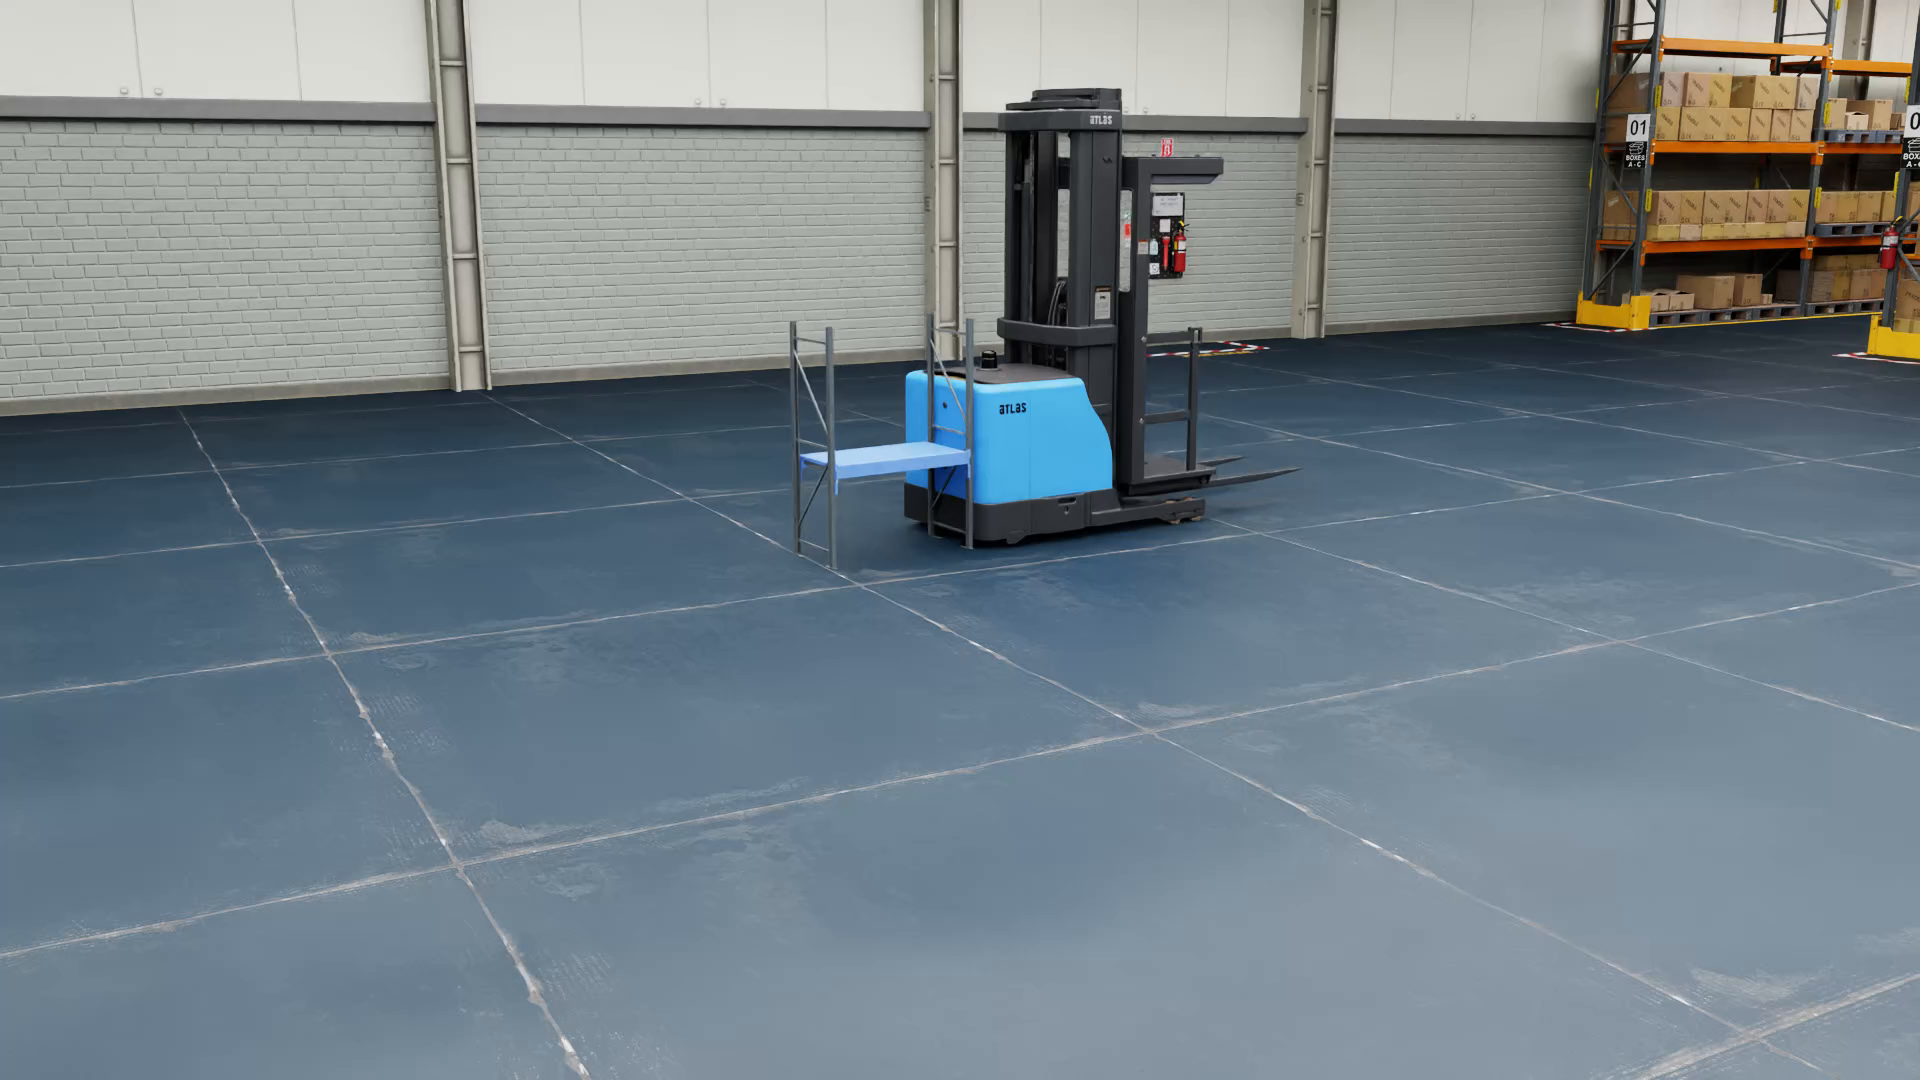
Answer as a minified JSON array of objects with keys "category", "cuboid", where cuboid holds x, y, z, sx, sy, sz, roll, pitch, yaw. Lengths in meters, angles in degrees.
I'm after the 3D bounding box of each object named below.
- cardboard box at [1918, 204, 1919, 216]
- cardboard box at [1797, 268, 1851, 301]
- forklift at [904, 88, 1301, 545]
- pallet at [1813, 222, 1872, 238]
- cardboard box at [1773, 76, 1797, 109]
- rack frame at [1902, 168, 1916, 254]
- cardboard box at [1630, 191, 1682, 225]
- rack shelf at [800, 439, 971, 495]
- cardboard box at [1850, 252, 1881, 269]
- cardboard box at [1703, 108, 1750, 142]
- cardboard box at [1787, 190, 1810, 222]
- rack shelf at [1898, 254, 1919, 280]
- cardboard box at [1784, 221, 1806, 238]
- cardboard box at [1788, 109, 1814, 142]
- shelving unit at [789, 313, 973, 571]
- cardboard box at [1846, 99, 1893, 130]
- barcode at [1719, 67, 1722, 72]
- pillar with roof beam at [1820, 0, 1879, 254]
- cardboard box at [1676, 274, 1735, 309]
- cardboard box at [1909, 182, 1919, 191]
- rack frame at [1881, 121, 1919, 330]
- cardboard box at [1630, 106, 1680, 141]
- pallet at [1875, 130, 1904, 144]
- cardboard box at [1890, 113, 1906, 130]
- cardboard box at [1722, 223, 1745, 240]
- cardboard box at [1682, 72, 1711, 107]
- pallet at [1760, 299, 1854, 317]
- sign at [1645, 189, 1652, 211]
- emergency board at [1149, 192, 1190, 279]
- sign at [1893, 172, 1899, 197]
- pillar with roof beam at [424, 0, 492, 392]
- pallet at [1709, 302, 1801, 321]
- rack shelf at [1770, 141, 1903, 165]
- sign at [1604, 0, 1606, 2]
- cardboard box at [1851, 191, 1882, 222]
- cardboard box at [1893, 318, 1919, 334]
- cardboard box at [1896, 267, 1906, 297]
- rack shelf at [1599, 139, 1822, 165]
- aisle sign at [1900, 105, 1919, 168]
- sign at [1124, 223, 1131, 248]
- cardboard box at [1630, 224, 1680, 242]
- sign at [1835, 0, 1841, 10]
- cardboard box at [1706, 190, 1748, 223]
[{"category":"cardboard box","cuboid":[12.745,-4.297,21.664,0.250,0.149,0.380,-7,15,-29]},{"category":"cardboard box","cuboid":[14.703,-4.369,28.384,0.500,0.500,0.700,-7,15,-29]},{"category":"forklift","cuboid":[1.122,-1.626,11.657,3.031,2.935,1.130,-8,15,-33]},{"category":"pallet","cuboid":[14.376,-5.188,27.769,1.213,0.211,1.003,-7,14,-28]},{"category":"cardboard box","cuboid":[12.847,-7.074,26.330,0.500,0.500,0.500,-6,14,-25]},{"category":"rack frame","cuboid":[17.146,-5.650,29.385,0.127,3.000,1.000,-7,14,-28]},{"category":"cardboard box","cuboid":[10.688,-5.104,25.543,0.500,0.500,0.500,-7,14,-28]},{"category":"rack shelf","cuboid":[-0.489,-0.475,10.624,1.000,0.185,0.538,-8,15,-33]},{"category":"cardboard box","cuboid":[15.560,-4.823,28.690,0.500,0.250,0.500,-7,14,-28]},{"category":"cardboard box","cuboid":[11.940,-6.483,25.980,0.500,0.500,0.500,-6,14,-24]},{"category":"cardboard box","cuboid":[13.369,-5.423,26.961,0.500,0.500,0.500,-7,14,-28]},{"category":"rack shelf","cuboid":[14.257,-3.714,22.419,4.000,0.370,1.077,-7,14,-28]},{"category":"cardboard box","cuboid":[13.365,-5.058,27.048,0.500,0.250,0.500,-7,14,-28]},{"category":"cardboard box","cuboid":[13.308,-6.651,26.723,0.500,0.500,0.500,-6,14,-26]},{"category":"shelving unit","cuboid":[-0.489,-0.651,10.585,1.048,1.500,0.538,-8,15,-33]},{"category":"cardboard box","cuboid":[15.236,-7.119,27.892,0.500,0.500,0.500,-7,15,-30]},{"category":"barcode","cuboid":[12.209,-7.556,26.695,0.075,0.075,0.001,-7,14,-28]},{"category":"pillar with roof beam","cuboid":[17.654,-7.778,25.173,0.400,9.000,9.100,-7,14,-28]},{"category":"cardboard box","cuboid":[11.943,-3.987,26.684,0.500,0.500,0.700,-8,15,-31]},{"category":"cardboard box","cuboid":[16.583,-6.152,28.904,0.250,0.149,0.380,-10,16,-37]},{"category":"rack frame","cuboid":[12.501,-3.855,21.405,0.127,3.000,1.000,-7,14,-28]},{"category":"cardboard box","cuboid":[10.538,-6.318,25.245,0.500,0.500,0.500,-6,14,-26]},{"category":"pallet","cuboid":[15.137,-6.756,27.891,1.003,0.211,1.213,-7,14,-28]},{"category":"cardboard box","cuboid":[15.964,-7.055,28.515,0.637,0.503,0.797,-5,14,-20]},{"category":"cardboard box","cuboid":[12.049,-4.898,26.338,0.500,0.250,0.500,-7,14,-27]},{"category":"cardboard box","cuboid":[11.044,-6.855,25.356,0.500,0.500,0.500,-7,14,-29]},{"category":"pallet","cuboid":[14.318,-3.951,28.186,1.213,0.211,1.003,-7,14,-28]},{"category":"sign","cuboid":[10.385,-5.127,25.085,0.005,0.325,0.100,-7,14,-28]},{"category":"emergency board","cuboid":[2.871,-4.165,22.786,0.643,1.169,0.194,-7,14,-28]},{"category":"sign","cuboid":[12.254,-4.641,21.723,0.005,0.325,0.100,-7,14,-28]},{"category":"pillar with roof beam","cuboid":[-3.412,-5.253,13.954,0.400,9.000,9.100,-7,14,-28]},{"category":"pallet","cuboid":[13.063,-3.792,27.477,1.213,0.211,1.003,-7,14,-28]},{"category":"rack shelf","cuboid":[15.391,-6.552,28.199,4.000,0.370,1.077,-7,14,-28]},{"category":"sign","cuboid":[9.876,-8.378,25.351,0.005,0.325,0.100,-7,14,-28]},{"category":"cardboard box","cuboid":[15.155,-5.673,28.254,0.500,0.500,0.700,-5,14,-20]},{"category":"cardboard box","cuboid":[12.830,-2.831,22.164,0.500,0.250,0.500,-7,14,-28]},{"category":"cardboard box","cuboid":[16.032,-4.528,29.088,0.500,0.500,0.700,-7,14,-28]},{"category":"rack shelf","cuboid":[11.880,-6.132,26.330,4.000,0.370,1.077,-7,14,-28]},{"category":"aisle sign","cuboid":[12.303,-5.173,21.340,0.004,0.787,0.394,-7,14,-28]},{"category":"sign","cuboid":[2.336,-4.144,22.612,0.234,0.329,0.001,-7,14,-28]},{"category":"cardboard box","cuboid":[10.705,-4.736,25.616,0.500,0.250,0.500,-7,15,-29]},{"category":"sign","cuboid":[13.879,-8.544,26.272,0.005,0.325,0.100,-7,14,-28]},{"category":"cardboard box","cuboid":[12.030,-5.263,26.253,0.500,0.500,0.500,-6,14,-26]}]
